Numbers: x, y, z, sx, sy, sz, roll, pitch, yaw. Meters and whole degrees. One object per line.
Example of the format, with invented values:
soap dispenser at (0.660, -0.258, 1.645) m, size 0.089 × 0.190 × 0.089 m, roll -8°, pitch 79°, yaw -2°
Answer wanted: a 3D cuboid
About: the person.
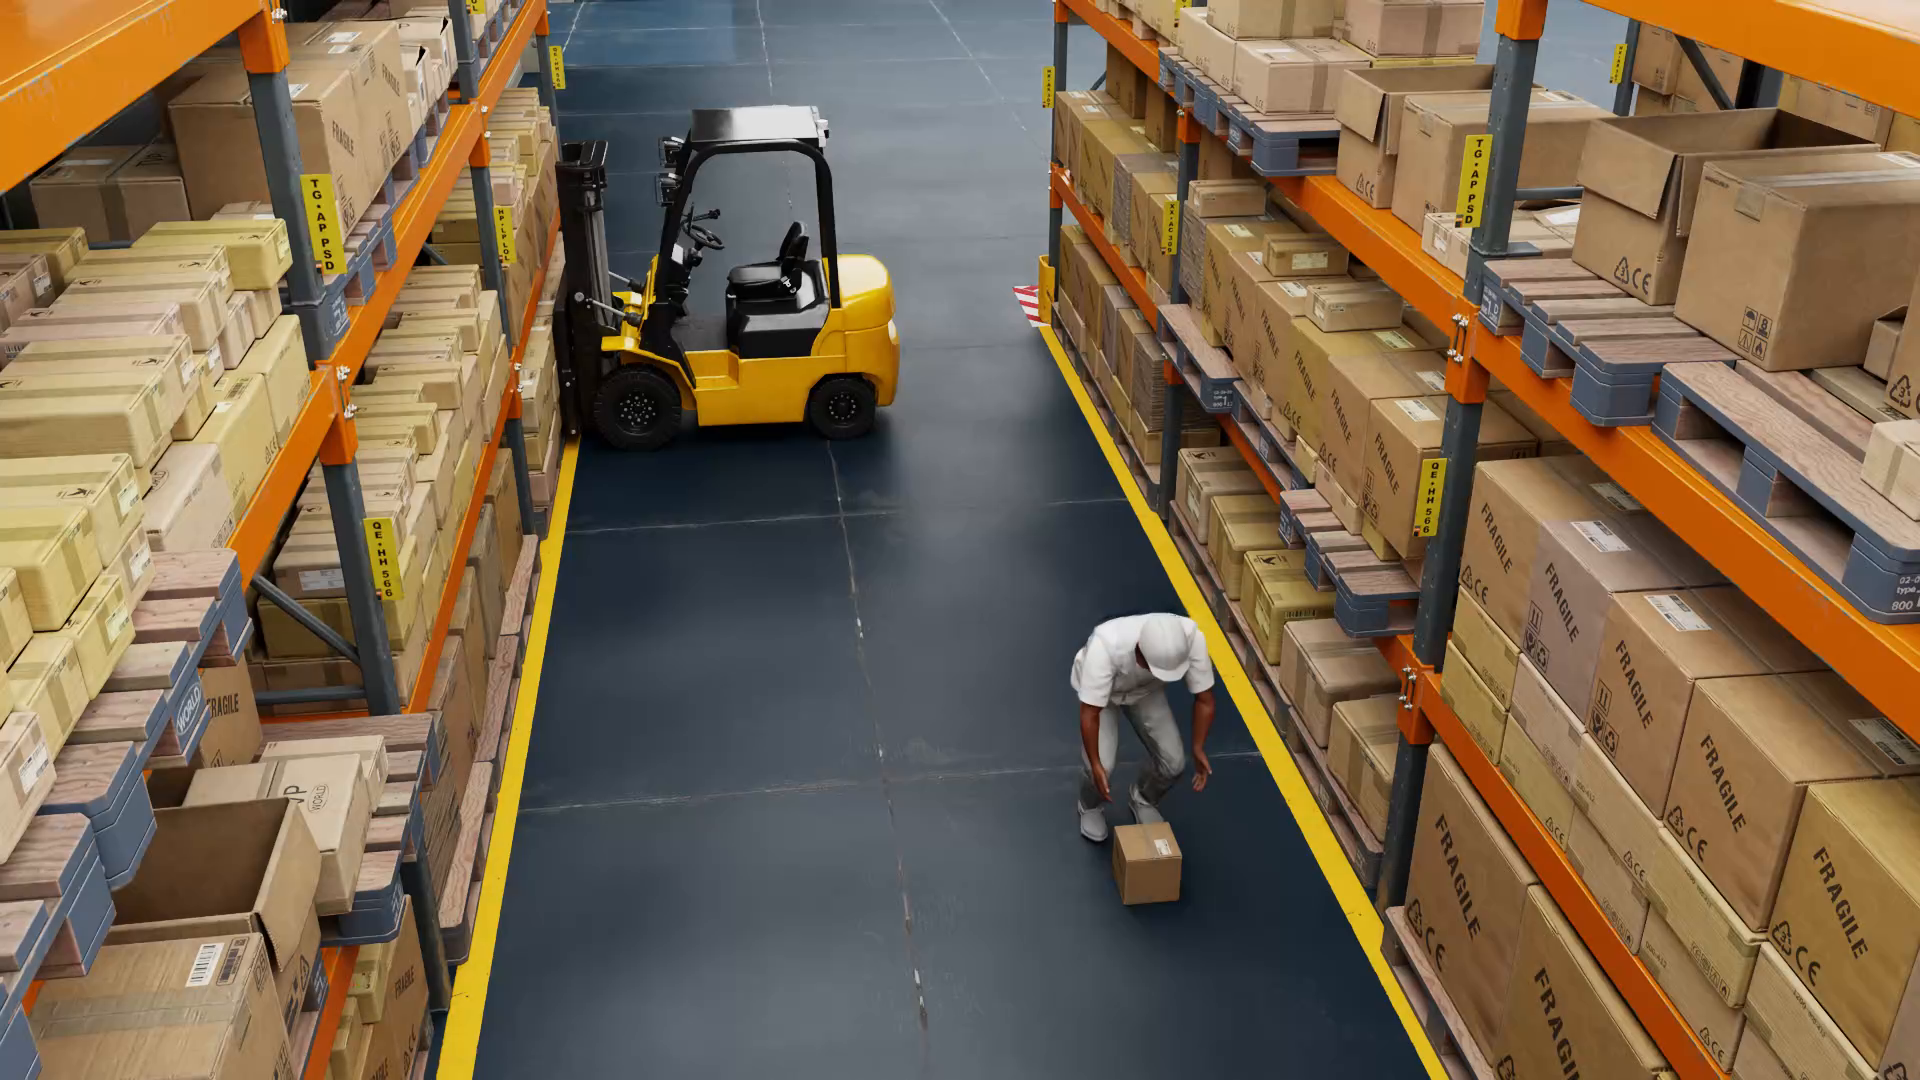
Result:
person at (0.813, 0.786, 7.550) m, size 0.629 × 1.313 × 0.805 m, roll -4°, pitch 27°, yaw -8°
